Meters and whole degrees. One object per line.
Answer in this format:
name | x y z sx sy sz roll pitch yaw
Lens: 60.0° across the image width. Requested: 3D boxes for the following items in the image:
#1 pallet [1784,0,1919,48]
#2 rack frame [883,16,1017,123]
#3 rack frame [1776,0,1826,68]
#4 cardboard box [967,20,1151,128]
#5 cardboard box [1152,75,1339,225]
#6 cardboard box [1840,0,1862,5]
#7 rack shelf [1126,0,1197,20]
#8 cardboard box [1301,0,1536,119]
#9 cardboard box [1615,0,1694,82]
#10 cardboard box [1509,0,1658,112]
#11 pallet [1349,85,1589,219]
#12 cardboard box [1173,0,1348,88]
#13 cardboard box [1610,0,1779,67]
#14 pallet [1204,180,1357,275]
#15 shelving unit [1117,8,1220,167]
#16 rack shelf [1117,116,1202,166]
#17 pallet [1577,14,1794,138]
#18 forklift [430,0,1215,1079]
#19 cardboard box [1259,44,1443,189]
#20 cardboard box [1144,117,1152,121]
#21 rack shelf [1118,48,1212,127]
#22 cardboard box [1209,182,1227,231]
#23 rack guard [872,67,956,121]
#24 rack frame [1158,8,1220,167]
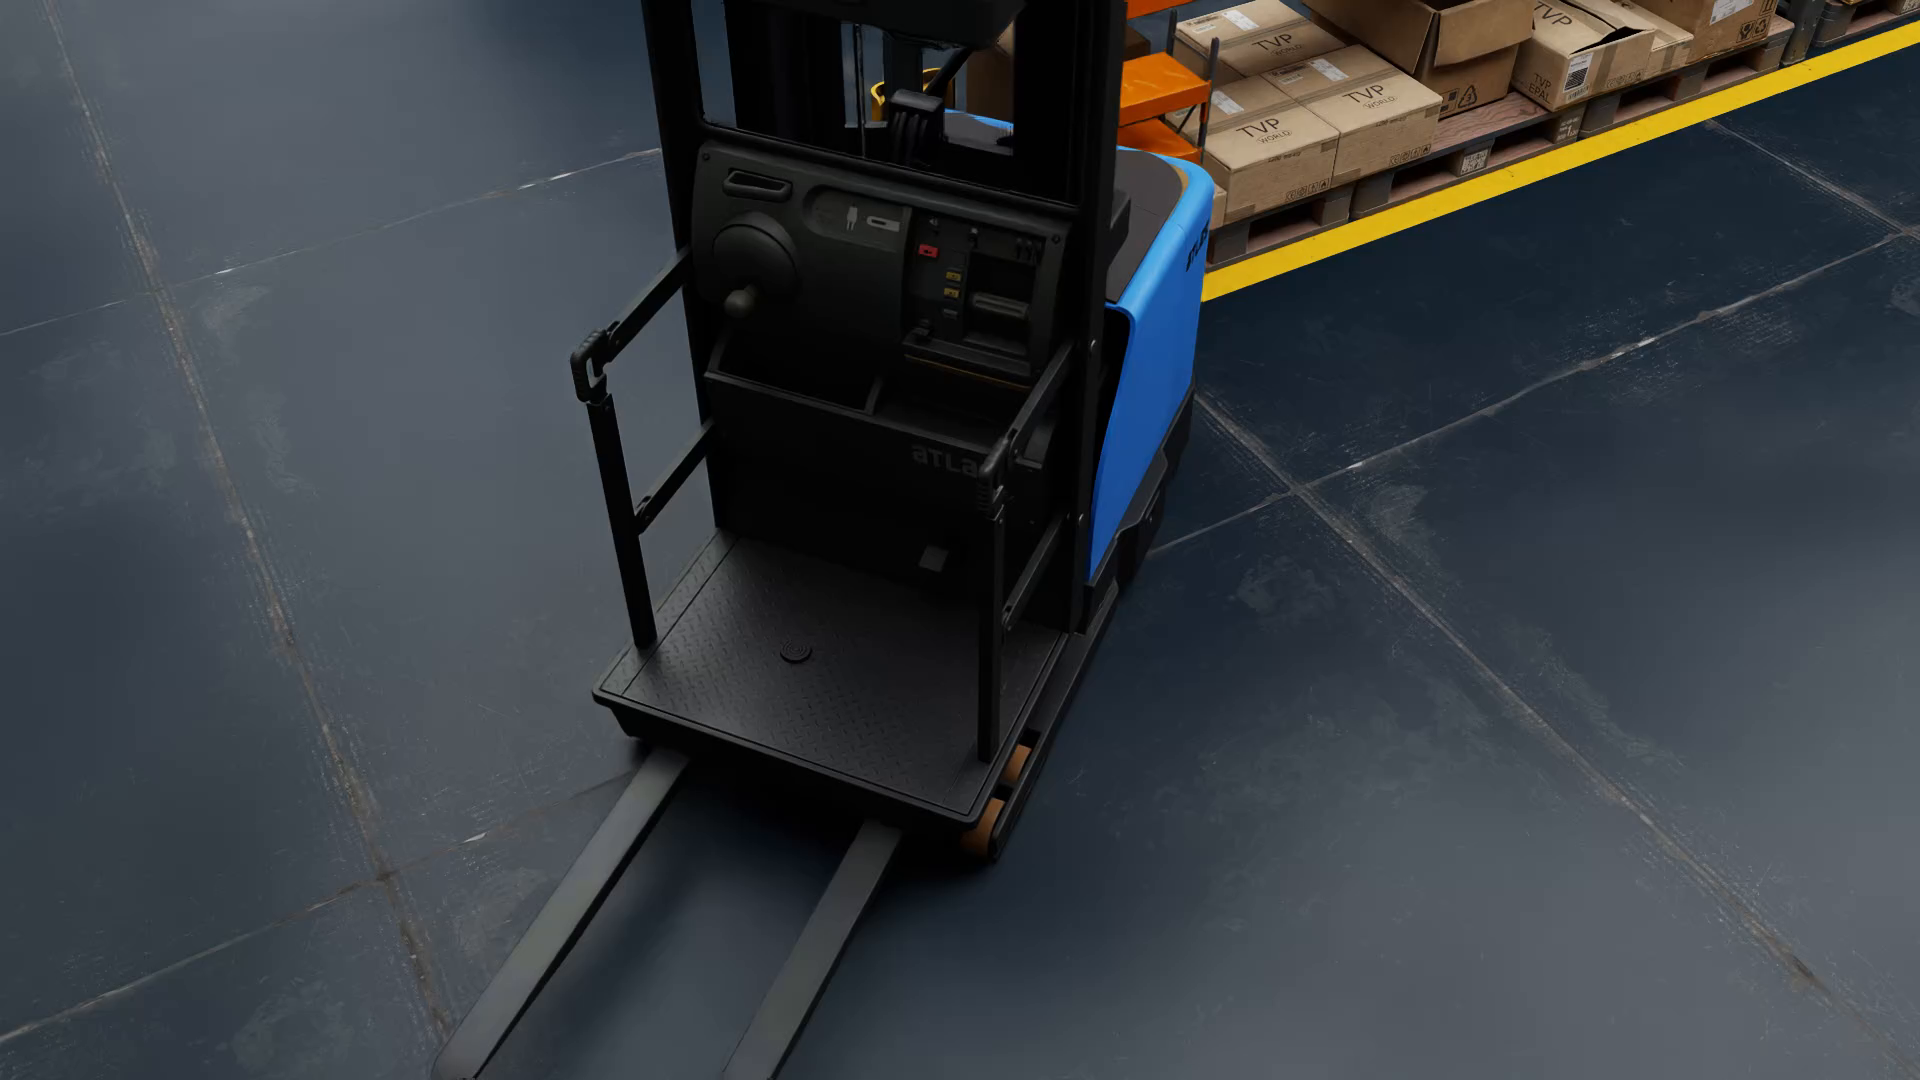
pallet | 4.171 -2.809 7.993 1.213 0.211 1.003 -22 48 -21
rack frame | 0.016 -2.117 5.278 0.127 3.000 1.000 -22 48 -21
rack frame | 3.484 -3.505 6.708 0.127 3.000 1.000 -22 48 -21
cardboard box | 0.365 -1.716 6.343 0.500 0.500 0.500 -22 48 -21
cardboard box | 1.062 -1.479 6.279 0.500 0.250 0.500 -22 48 -21
cardboard box | 4.025 -2.787 7.447 0.500 0.500 0.500 -24 49 -23
rack shelf | 1.750 -2.553 6.243 4.000 0.370 1.077 -22 48 -21
cardboard box | 1.858 -2.112 6.749 0.637 0.503 0.797 -22 48 -21
cardboard box | 2.836 -2.105 6.996 0.250 0.149 0.380 -22 48 -21
cardboard box | 2.481 -2.069 6.843 0.500 0.311 0.500 -22 48 -21
pallet | 1.829 -1.841 6.995 1.213 0.211 1.003 -22 48 -21
cardboard box | 1.203 -1.937 6.751 0.500 0.250 0.500 -22 48 -21
cardboard box | 3.132 -2.397 7.045 0.500 0.500 0.500 -22 48 -21
pallet | 0.773 -1.420 6.562 1.213 0.211 1.003 -22 48 -21
shelving unit | 0.507 -1.093 5.504 0.503 1.200 0.258 -21 48 -22
rack shelf | 0.511 -1.207 5.397 0.480 0.148 0.258 -21 48 -22
pallet | 2.888 -2.267 7.434 1.213 0.211 1.003 -22 48 -21
forklift | -0.283 -0.558 3.720 1.130 2.935 3.031 16 46 16
cardboard box | 1.496 -1.653 6.458 0.500 0.250 0.500 -22 48 -21
cardboard box | 0.761 -1.682 6.548 0.250 0.166 0.380 -22 48 -21
rack shelf | 0.517 -1.379 5.234 0.480 0.148 0.258 -21 48 -22
cardboard box | 0.767 -1.283 6.137 0.250 0.166 0.380 -22 48 -21
rack guard | 0.082 -1.247 6.176 0.348 0.500 1.175 -22 48 -21
rack frame | 0.717 -1.173 5.597 0.015 1.200 0.240 -21 48 -22
